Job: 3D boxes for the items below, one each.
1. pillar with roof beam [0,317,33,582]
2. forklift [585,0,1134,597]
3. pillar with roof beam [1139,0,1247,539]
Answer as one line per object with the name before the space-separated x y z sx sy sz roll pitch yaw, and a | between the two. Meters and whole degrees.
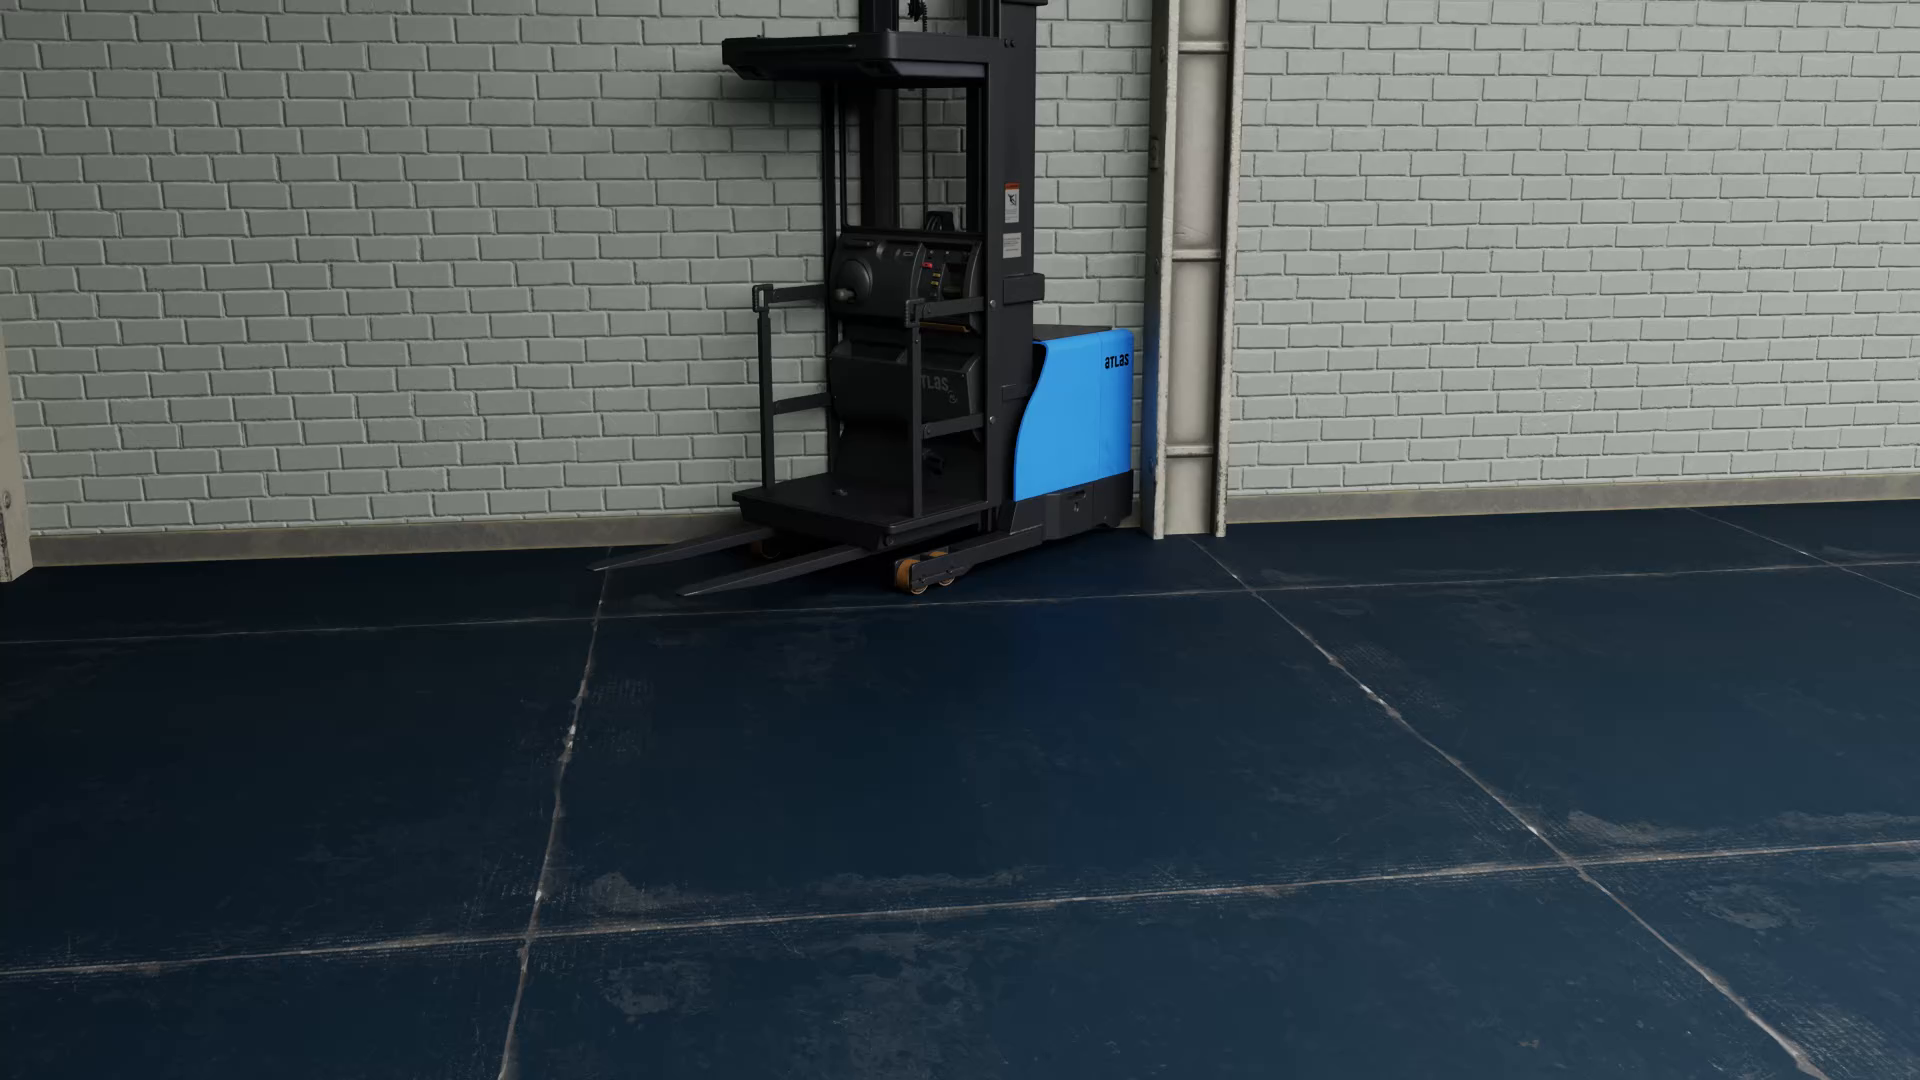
pillar with roof beam | -4.104 -3.161 2.825 0.400 9.000 9.100 -2 14 -8
forklift | -0.408 -1.307 7.907 1.130 2.935 3.031 12 18 39
pillar with roof beam | 1.829 -3.378 3.692 0.400 9.000 9.100 -2 14 -8
